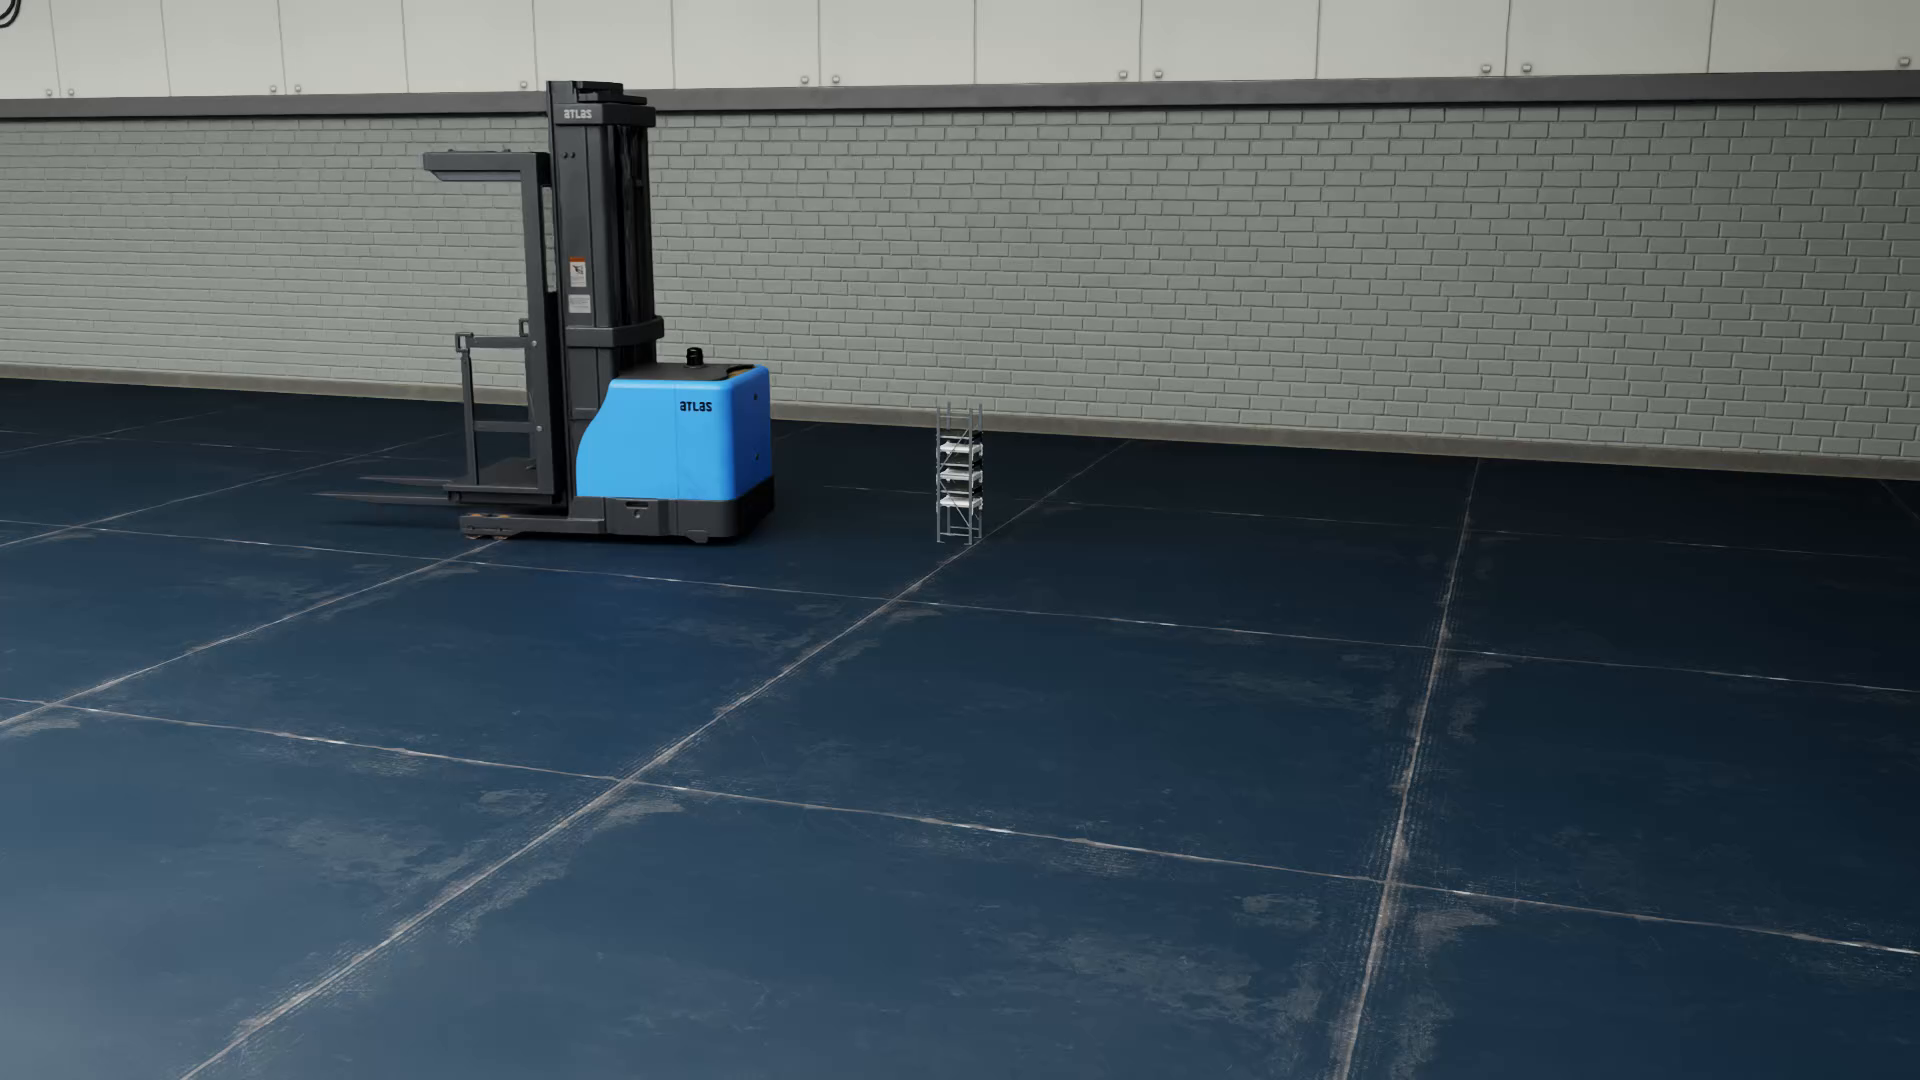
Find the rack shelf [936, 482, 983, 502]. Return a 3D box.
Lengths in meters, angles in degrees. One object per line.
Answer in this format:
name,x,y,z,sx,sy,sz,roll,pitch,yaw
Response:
rack shelf,-0.003,-0.317,10.908,0.258,0.077,0.200,4,14,18

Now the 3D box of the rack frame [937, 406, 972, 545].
rack frame,-0.036,-0.416,10.787,0.240,0.900,0.006,4,14,18

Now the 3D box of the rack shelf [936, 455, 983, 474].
rack shelf,-0.003,-0.492,10.868,0.258,0.077,0.200,4,14,18

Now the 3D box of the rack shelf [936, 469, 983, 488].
rack shelf,-0.003,-0.405,10.888,0.258,0.077,0.200,4,14,18

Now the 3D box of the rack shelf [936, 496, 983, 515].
rack shelf,-0.003,-0.229,10.928,0.258,0.077,0.200,4,14,18

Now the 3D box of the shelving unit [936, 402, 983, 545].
shelving unit,-0.003,-0.437,10.880,0.258,0.900,0.210,4,14,18

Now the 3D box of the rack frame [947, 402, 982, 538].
rack frame,0.030,-0.458,10.974,0.240,0.900,0.006,4,14,18

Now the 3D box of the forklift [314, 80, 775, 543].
forklift,-2.861,-1.541,11.153,3.031,2.935,1.130,2,13,9

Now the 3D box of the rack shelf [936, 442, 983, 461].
rack shelf,-0.003,-0.580,10.848,0.258,0.077,0.200,4,14,18

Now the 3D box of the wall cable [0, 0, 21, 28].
wall cable,-11.239,-7.924,17.838,2.305,6.003,0.169,4,14,18

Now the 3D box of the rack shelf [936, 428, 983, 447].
rack shelf,-0.003,-0.668,10.828,0.258,0.077,0.200,4,14,18
